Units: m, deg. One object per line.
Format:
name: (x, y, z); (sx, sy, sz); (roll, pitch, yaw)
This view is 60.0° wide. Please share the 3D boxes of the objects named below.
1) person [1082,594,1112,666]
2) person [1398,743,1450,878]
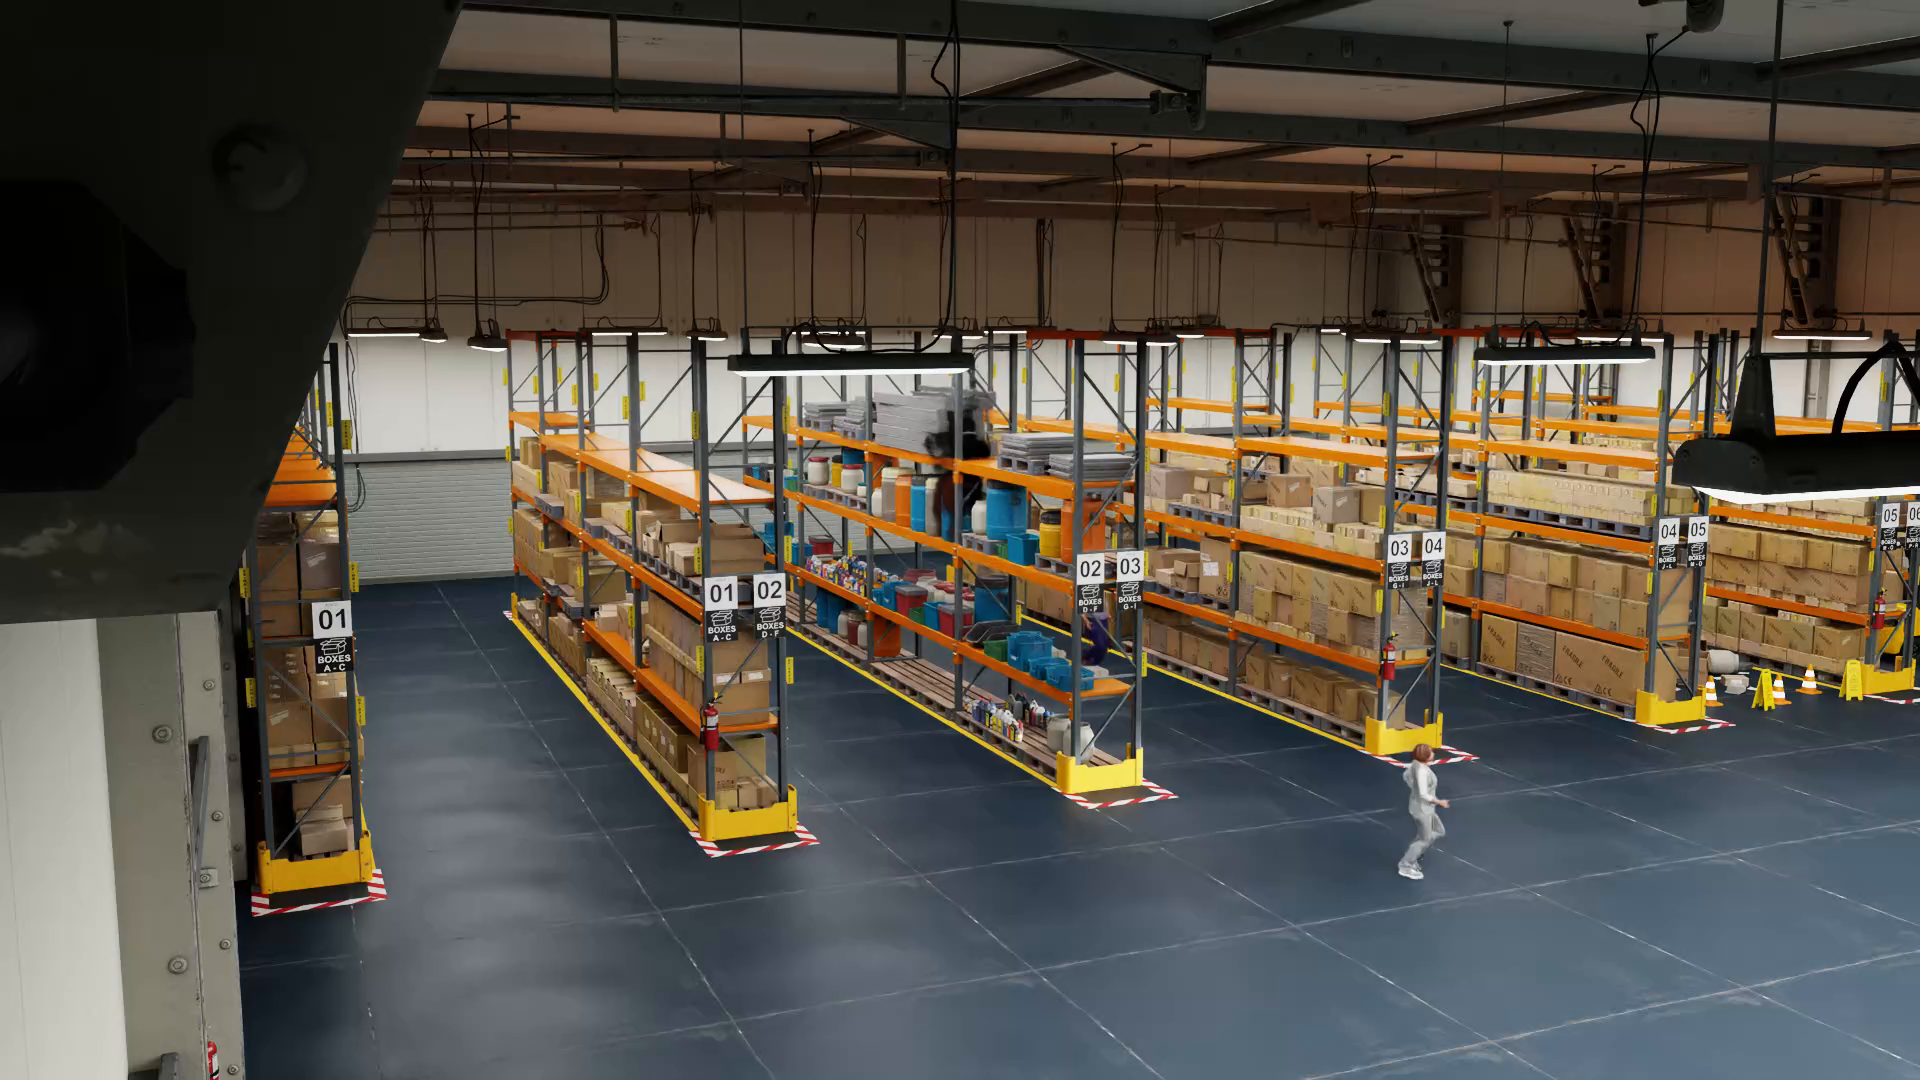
person: (2.323, 1.445, 27.995); (0.607, 1.600, 0.502); (-6, 10, -37)
person: (5.217, 3.031, 18.683); (0.540, 1.558, 0.553); (1, 8, 9)
